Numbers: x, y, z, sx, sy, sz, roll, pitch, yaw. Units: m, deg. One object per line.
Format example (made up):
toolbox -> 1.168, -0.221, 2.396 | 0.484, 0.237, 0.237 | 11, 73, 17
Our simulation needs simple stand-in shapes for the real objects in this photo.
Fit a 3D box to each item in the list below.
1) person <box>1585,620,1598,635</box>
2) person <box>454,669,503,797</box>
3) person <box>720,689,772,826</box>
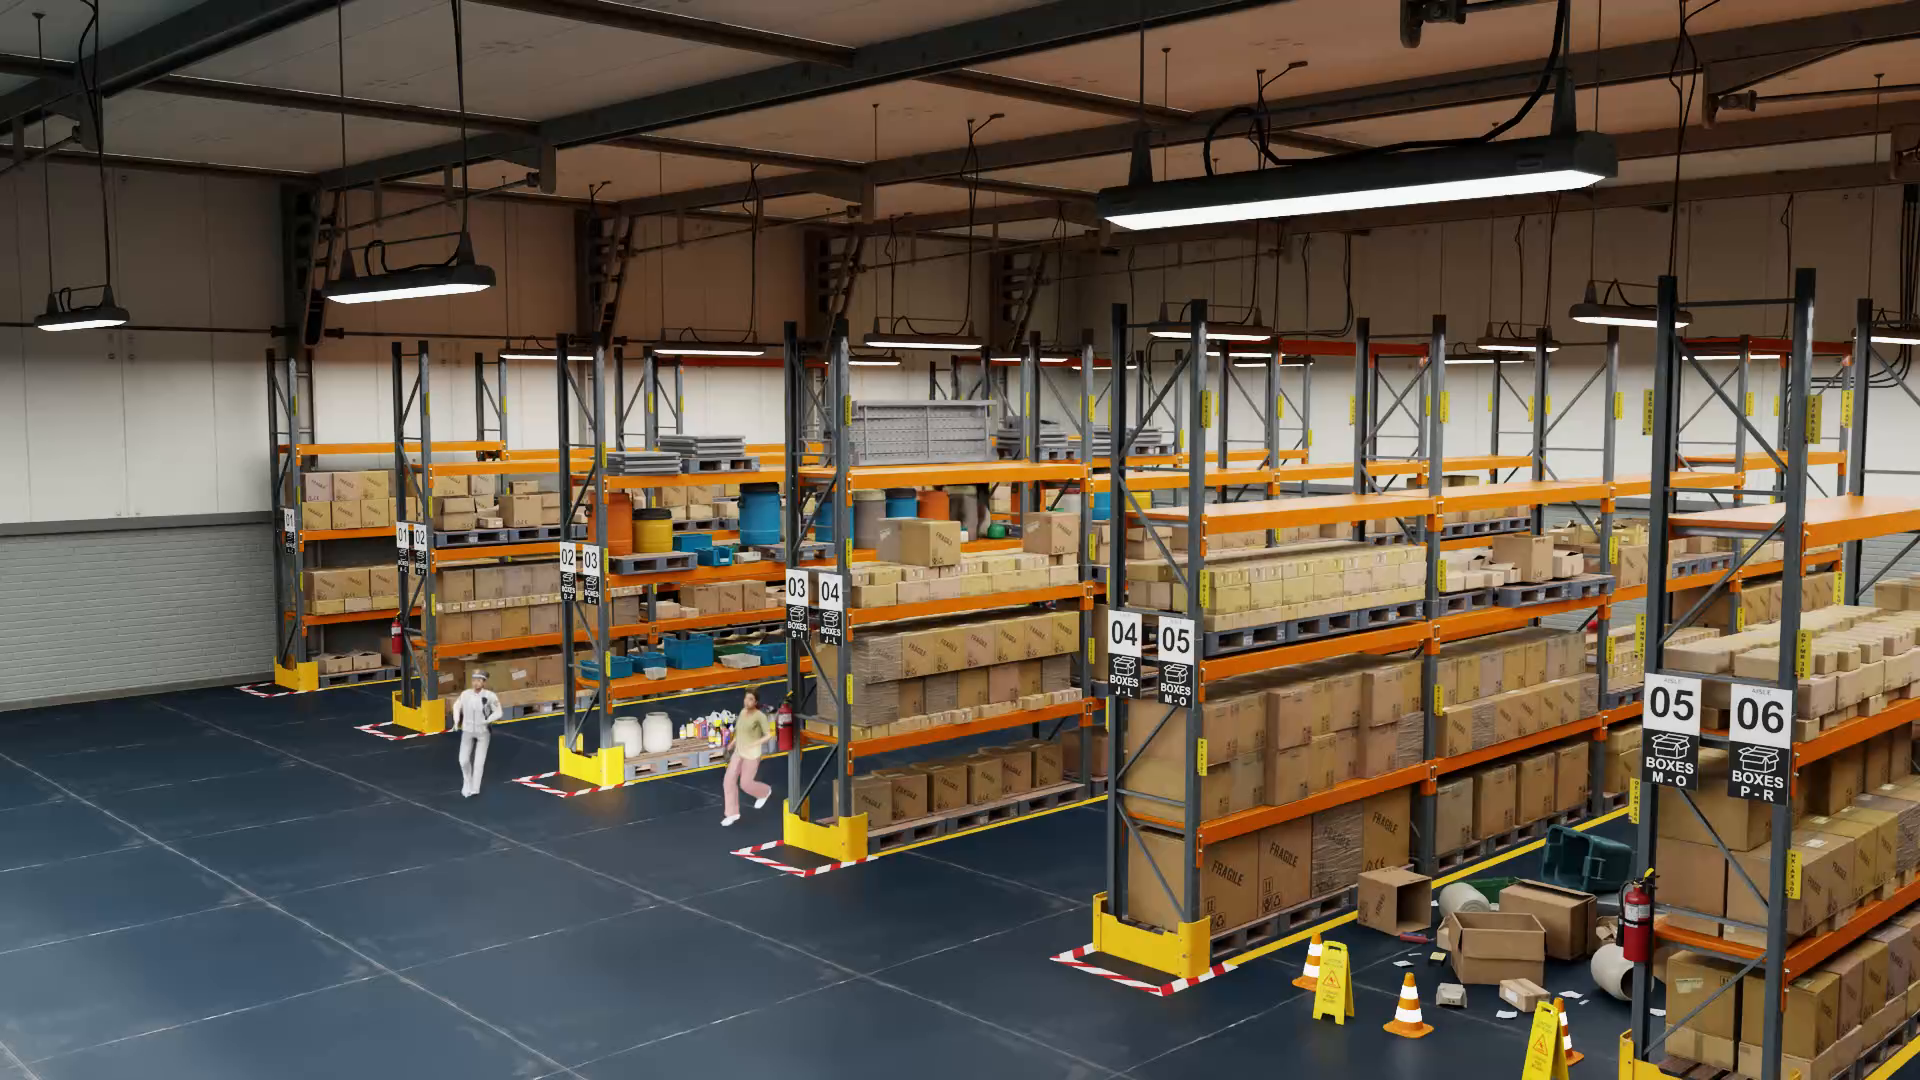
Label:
person -> 9.520, 2.116, 24.958 | 0.845, 1.838, 0.623 | -4, 7, -41
person -> -6.227, 2.480, 21.384 | 0.616, 1.677, 0.562 | 0, 5, -4
person -> -2.527, 2.619, 20.211 | 0.615, 1.664, 0.803 | 4, 6, 36
